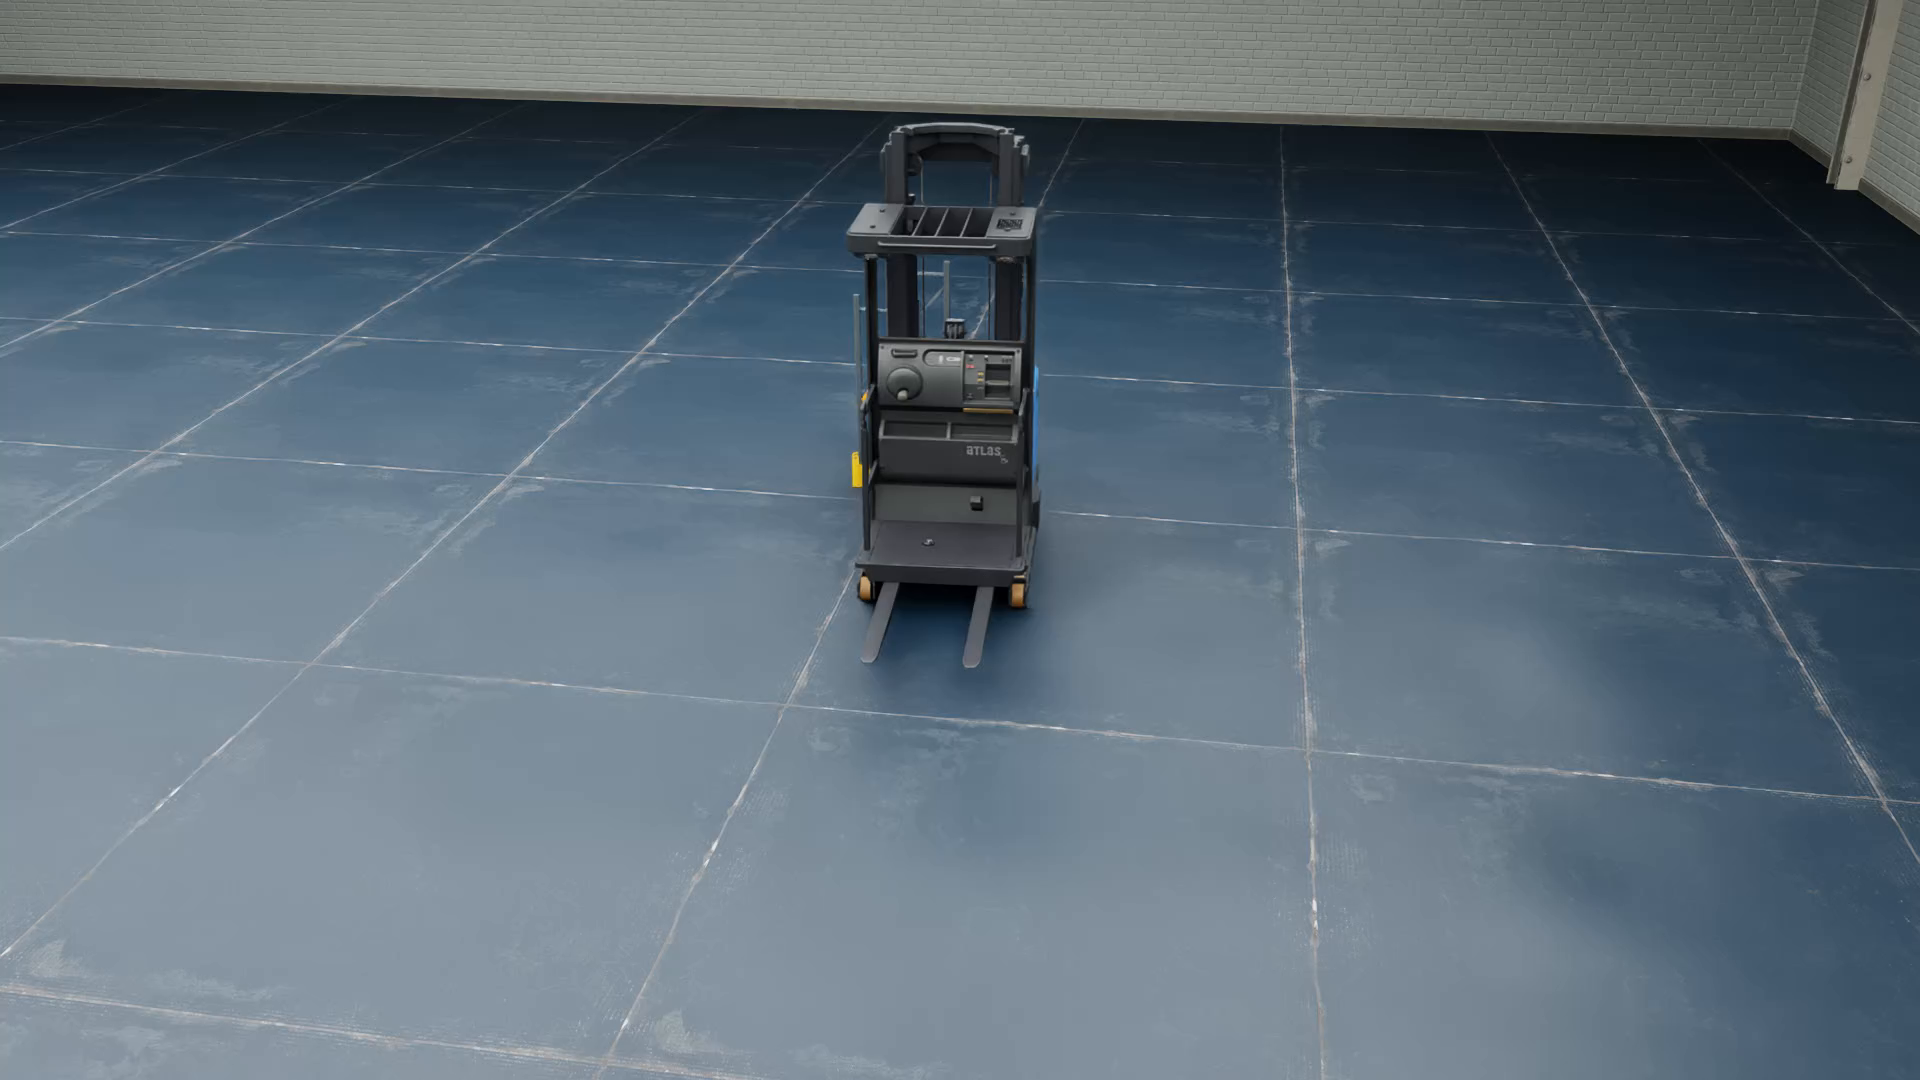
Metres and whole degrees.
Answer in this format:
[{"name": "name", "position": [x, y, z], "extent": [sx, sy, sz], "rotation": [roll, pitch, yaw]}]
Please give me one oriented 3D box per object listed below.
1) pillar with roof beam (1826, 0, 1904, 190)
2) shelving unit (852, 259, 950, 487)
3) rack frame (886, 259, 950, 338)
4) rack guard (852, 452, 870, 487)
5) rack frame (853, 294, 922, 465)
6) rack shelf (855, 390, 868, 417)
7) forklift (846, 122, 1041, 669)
[{"name": "pillar with roof beam", "position": [7.237, -8.976, 20.355], "extent": [9.100, 9.000, 0.400], "rotation": [4, 25, 9]}, {"name": "shelving unit", "position": [-0.428, -1.288, 12.776], "extent": [0.587, 1.500, 1.083], "rotation": [5, 26, 10]}, {"name": "rack frame", "position": [-0.327, -1.503, 13.236], "extent": [0.500, 1.500, 0.032], "rotation": [5, 26, 10]}, {"name": "rack guard", "position": [-0.525, -0.515, 12.599], "extent": [0.587, 0.250, 0.087], "rotation": [5, 26, 10]}, {"name": "rack frame", "position": [-0.525, -1.080, 12.333], "extent": [0.500, 1.500, 0.032], "rotation": [5, 26, 10]}, {"name": "rack shelf", "position": [-0.426, -1.129, 12.860], "extent": [0.538, 0.185, 1.000], "rotation": [5, 26, 10]}, {"name": "forklift", "position": [-0.086, -1.034, 10.546], "extent": [1.130, 2.935, 3.031], "rotation": [3, 25, 5]}]
